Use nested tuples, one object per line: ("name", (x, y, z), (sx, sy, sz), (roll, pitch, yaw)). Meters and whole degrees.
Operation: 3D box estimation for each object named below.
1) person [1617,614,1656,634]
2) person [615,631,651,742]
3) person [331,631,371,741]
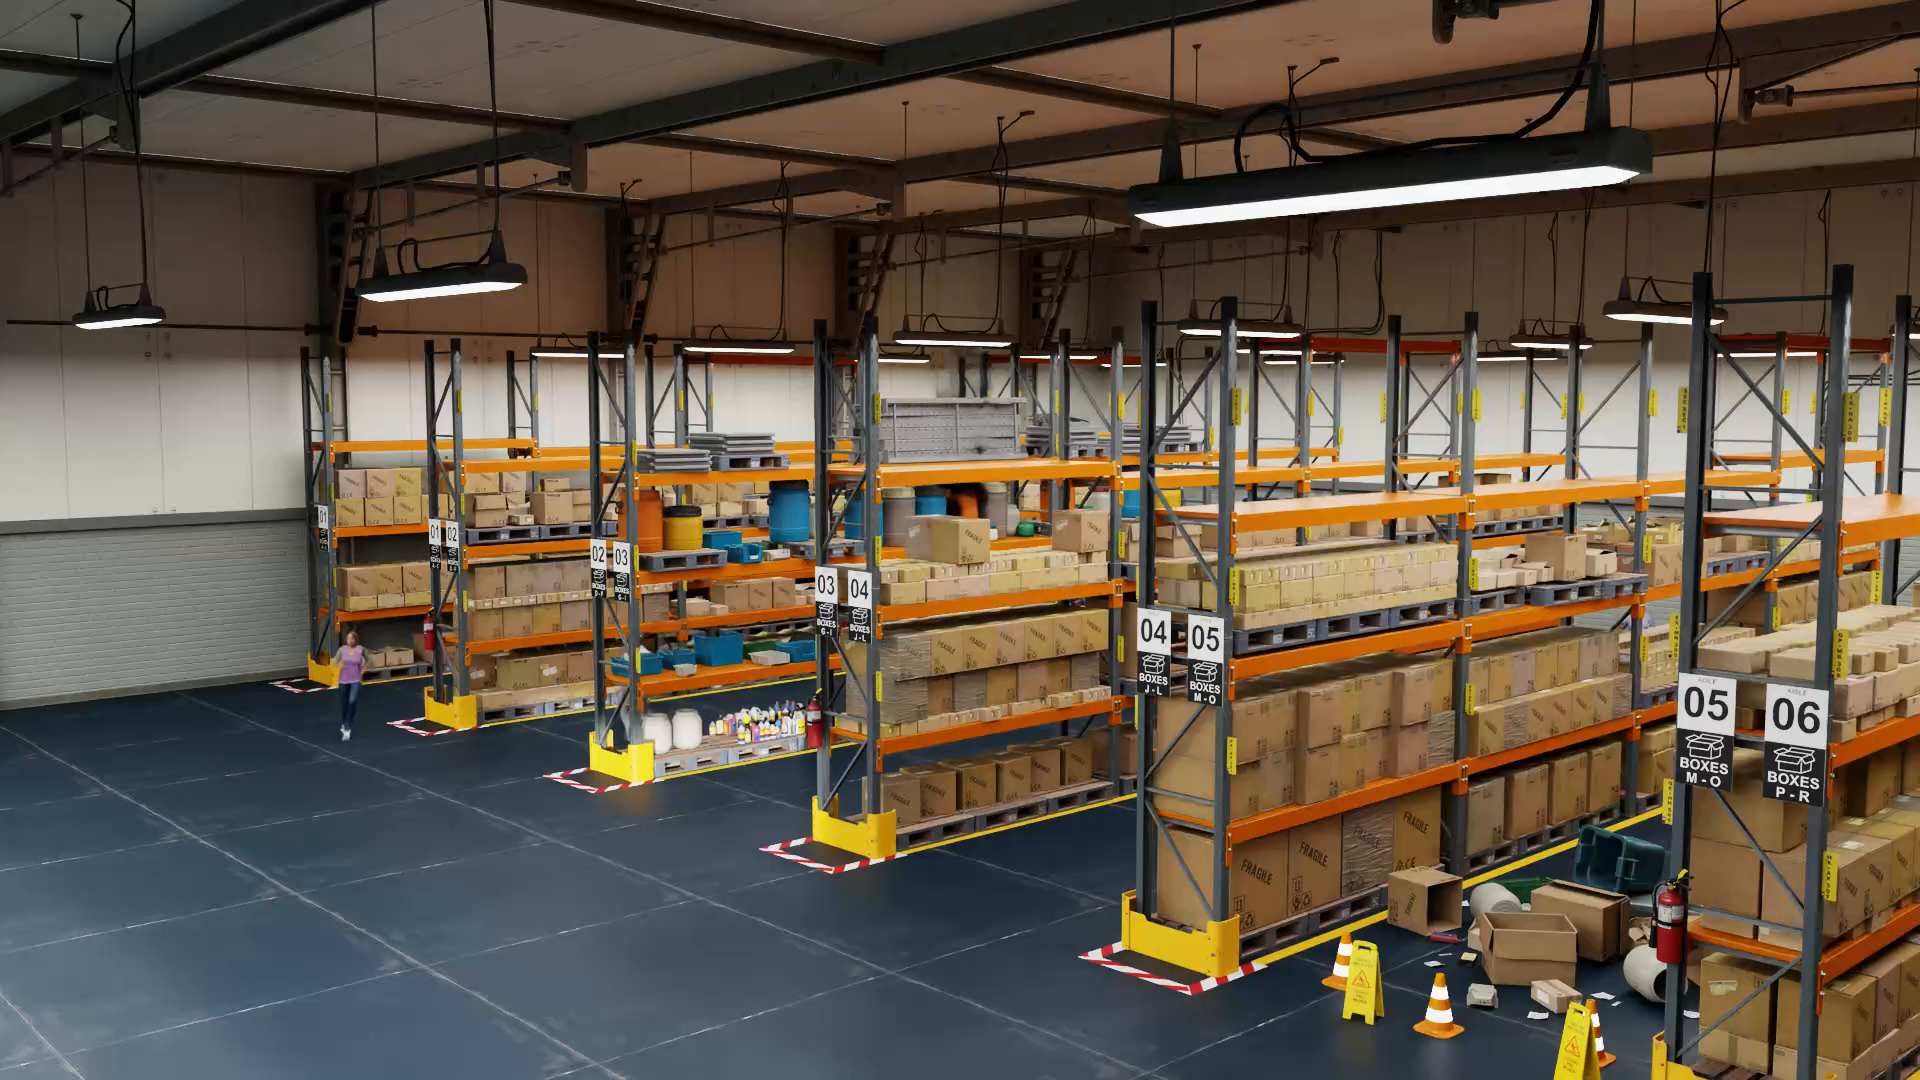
("person", (11.650, 1.860, 28.559), (0.687, 1.581, 0.810), (1, 5, 7))
("person", (-4.853, 2.152, 24.723), (0.545, 1.714, 0.686), (3, 6, 31))
("person", (-9.154, 2.176, 25.024), (0.537, 1.642, 0.699), (-1, 5, -10))
